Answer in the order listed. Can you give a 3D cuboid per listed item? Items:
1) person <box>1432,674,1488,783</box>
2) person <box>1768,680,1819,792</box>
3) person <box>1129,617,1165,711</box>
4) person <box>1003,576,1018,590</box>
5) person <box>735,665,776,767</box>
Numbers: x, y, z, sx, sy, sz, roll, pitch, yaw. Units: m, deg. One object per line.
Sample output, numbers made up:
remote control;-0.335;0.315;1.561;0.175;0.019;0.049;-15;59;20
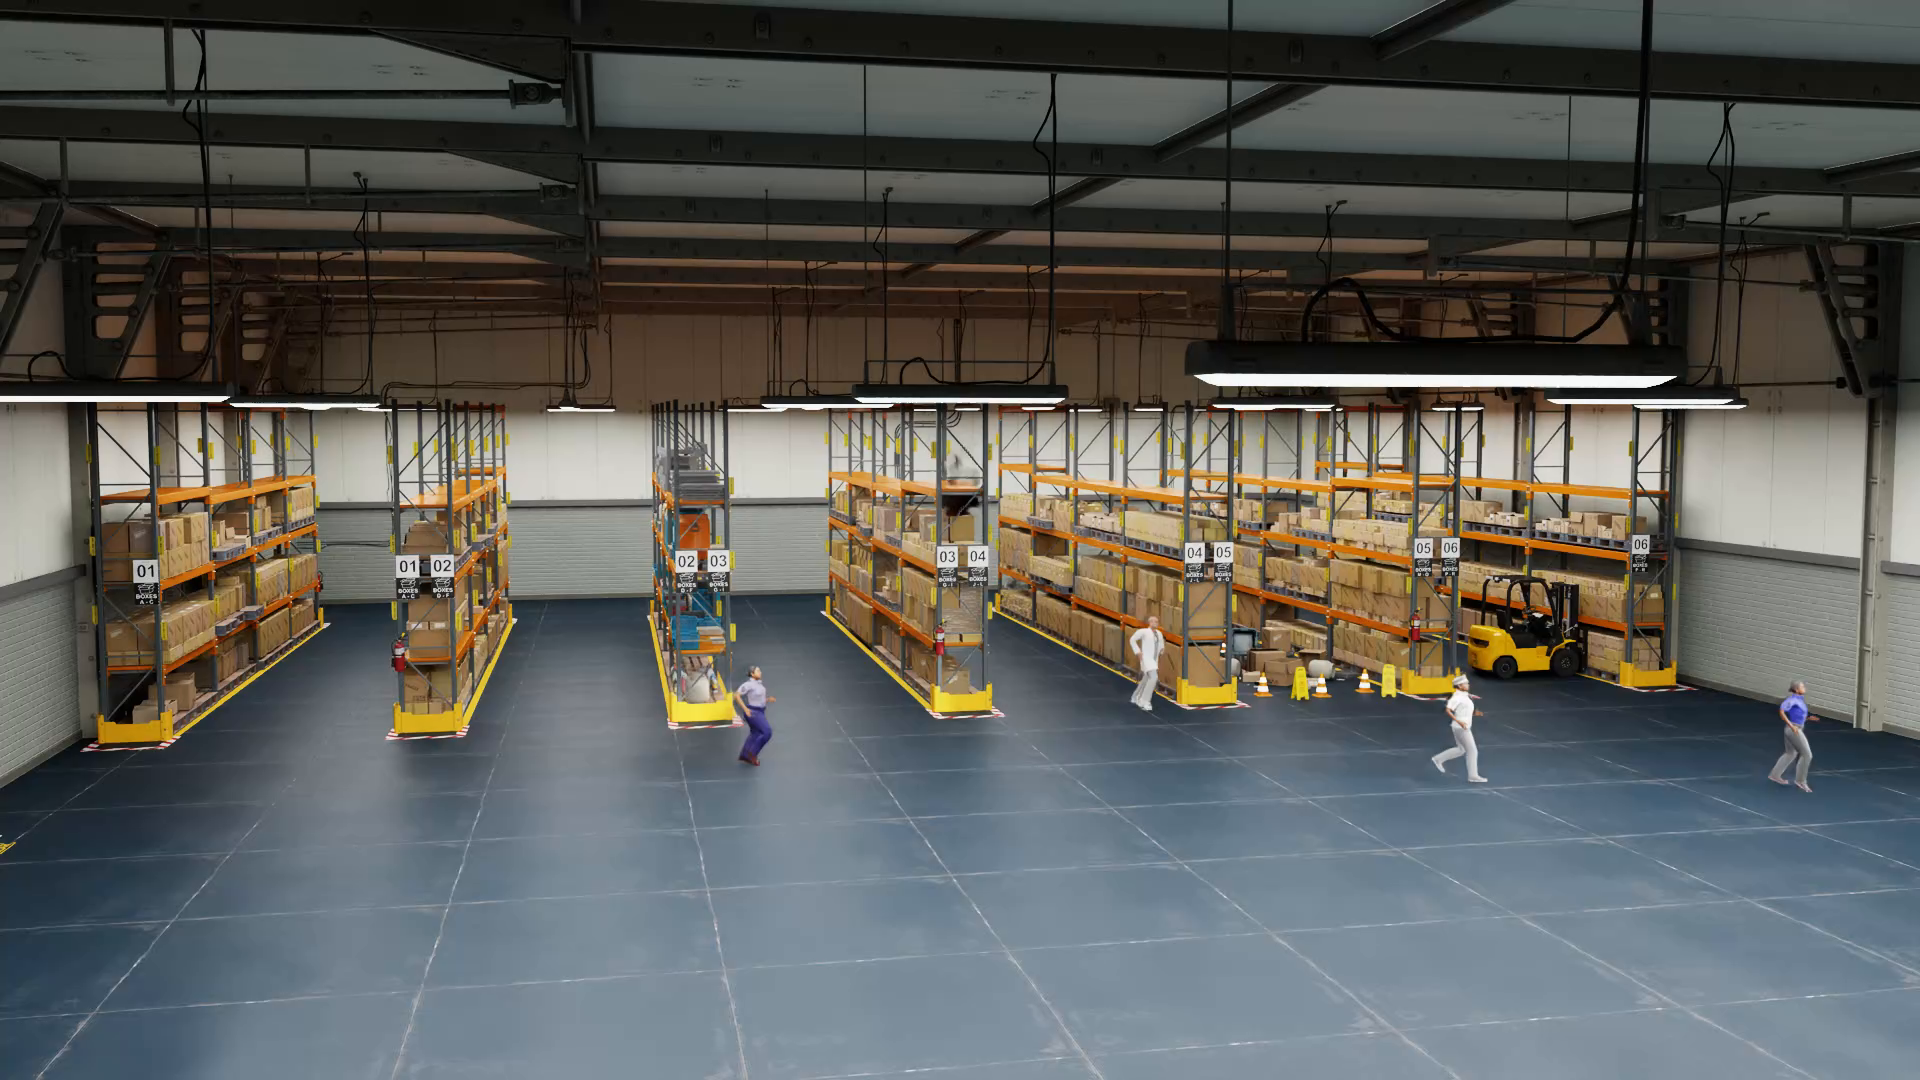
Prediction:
person;7.804;2.921;25.963;0.871;1.671;0.587;2;5;24
person;12.766;3.004;25.440;0.665;1.715;0.564;2;5;27
person;3.729;2.399;32.535;0.721;1.803;0.668;4;6;43
person;1.564;1.100;49.948;0.660;1.713;0.707;-1;4;-7
person;-3.316;2.862;27.129;0.660;1.641;0.578;1;4;9
